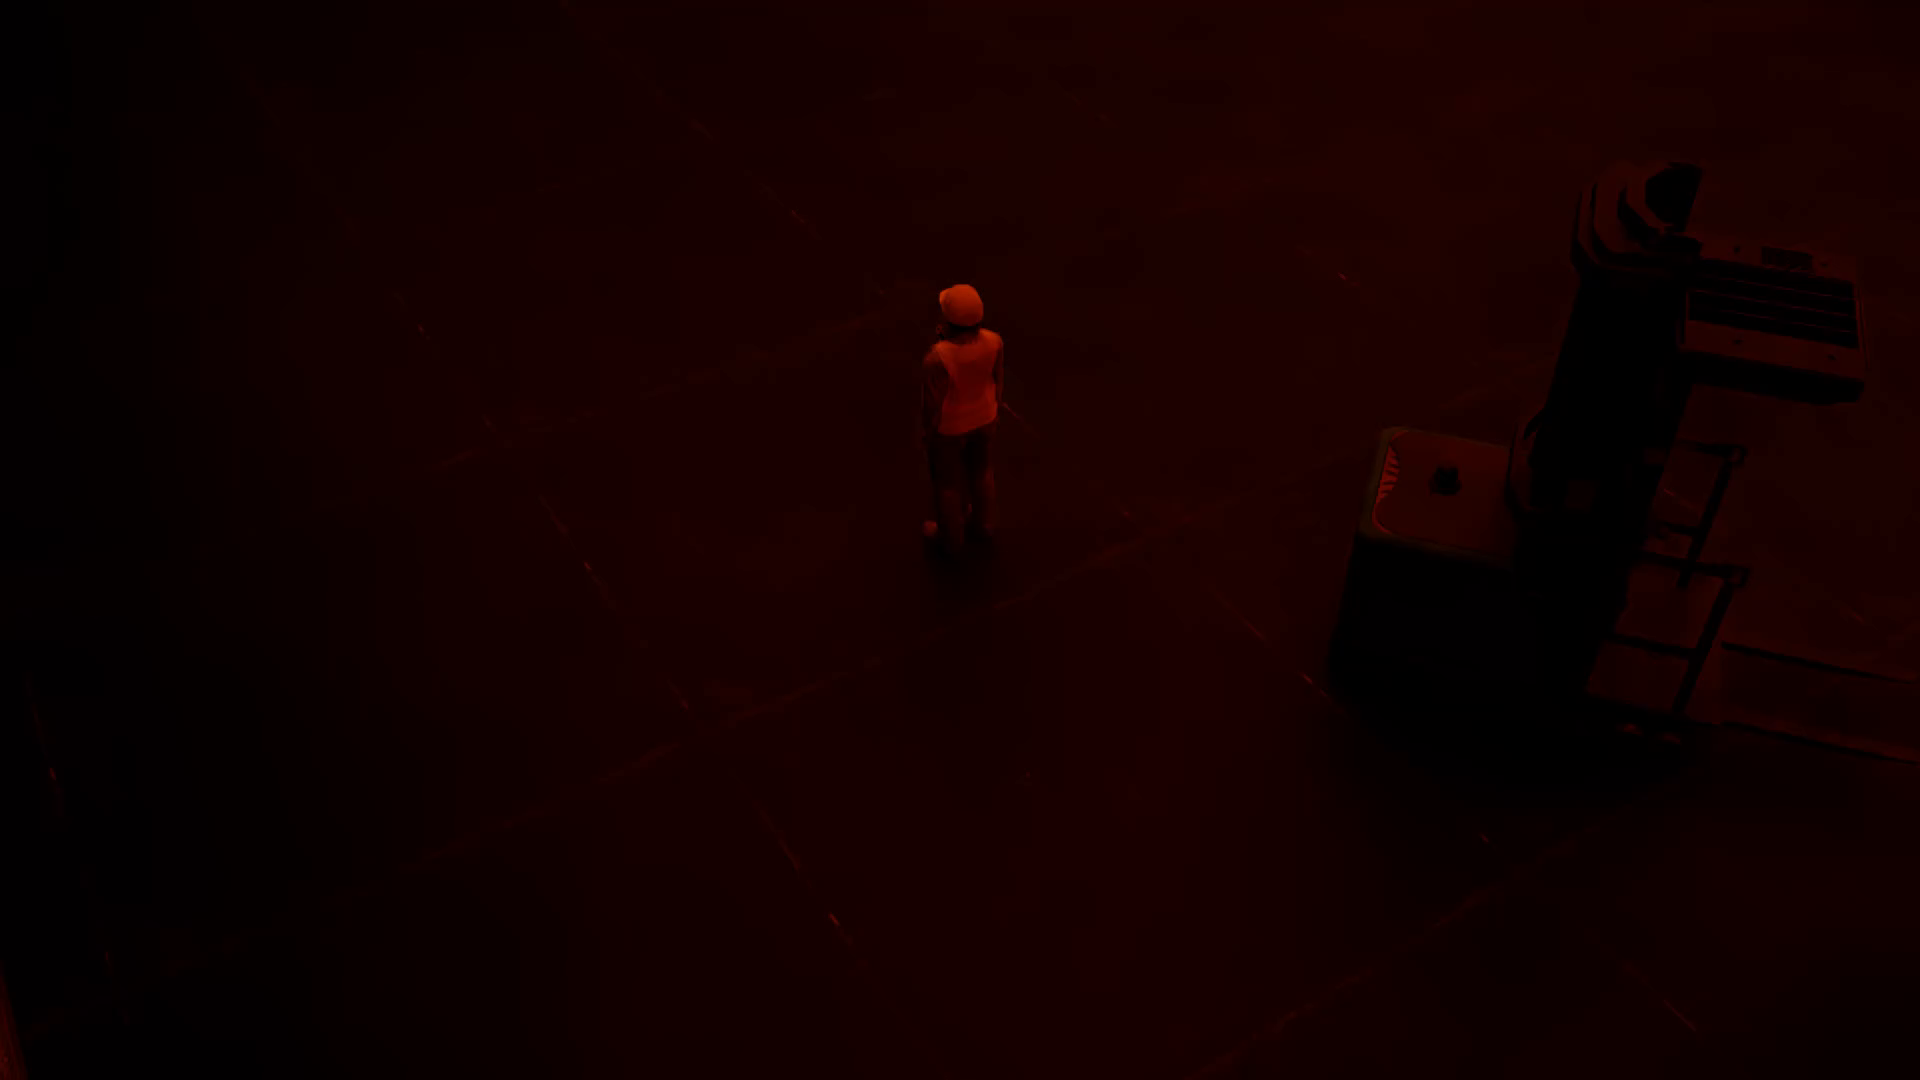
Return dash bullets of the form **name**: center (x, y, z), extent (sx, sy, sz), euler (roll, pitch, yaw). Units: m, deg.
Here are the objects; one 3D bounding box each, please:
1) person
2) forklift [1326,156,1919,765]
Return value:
- **person**: center (-0.006, -0.701, 9.492), extent (0.529, 1.776, 0.356), euler (-23, 46, -24)
- **forklift**: center (3.606, -0.329, 8.247), extent (3.031, 2.935, 1.130), euler (13, 43, 14)
